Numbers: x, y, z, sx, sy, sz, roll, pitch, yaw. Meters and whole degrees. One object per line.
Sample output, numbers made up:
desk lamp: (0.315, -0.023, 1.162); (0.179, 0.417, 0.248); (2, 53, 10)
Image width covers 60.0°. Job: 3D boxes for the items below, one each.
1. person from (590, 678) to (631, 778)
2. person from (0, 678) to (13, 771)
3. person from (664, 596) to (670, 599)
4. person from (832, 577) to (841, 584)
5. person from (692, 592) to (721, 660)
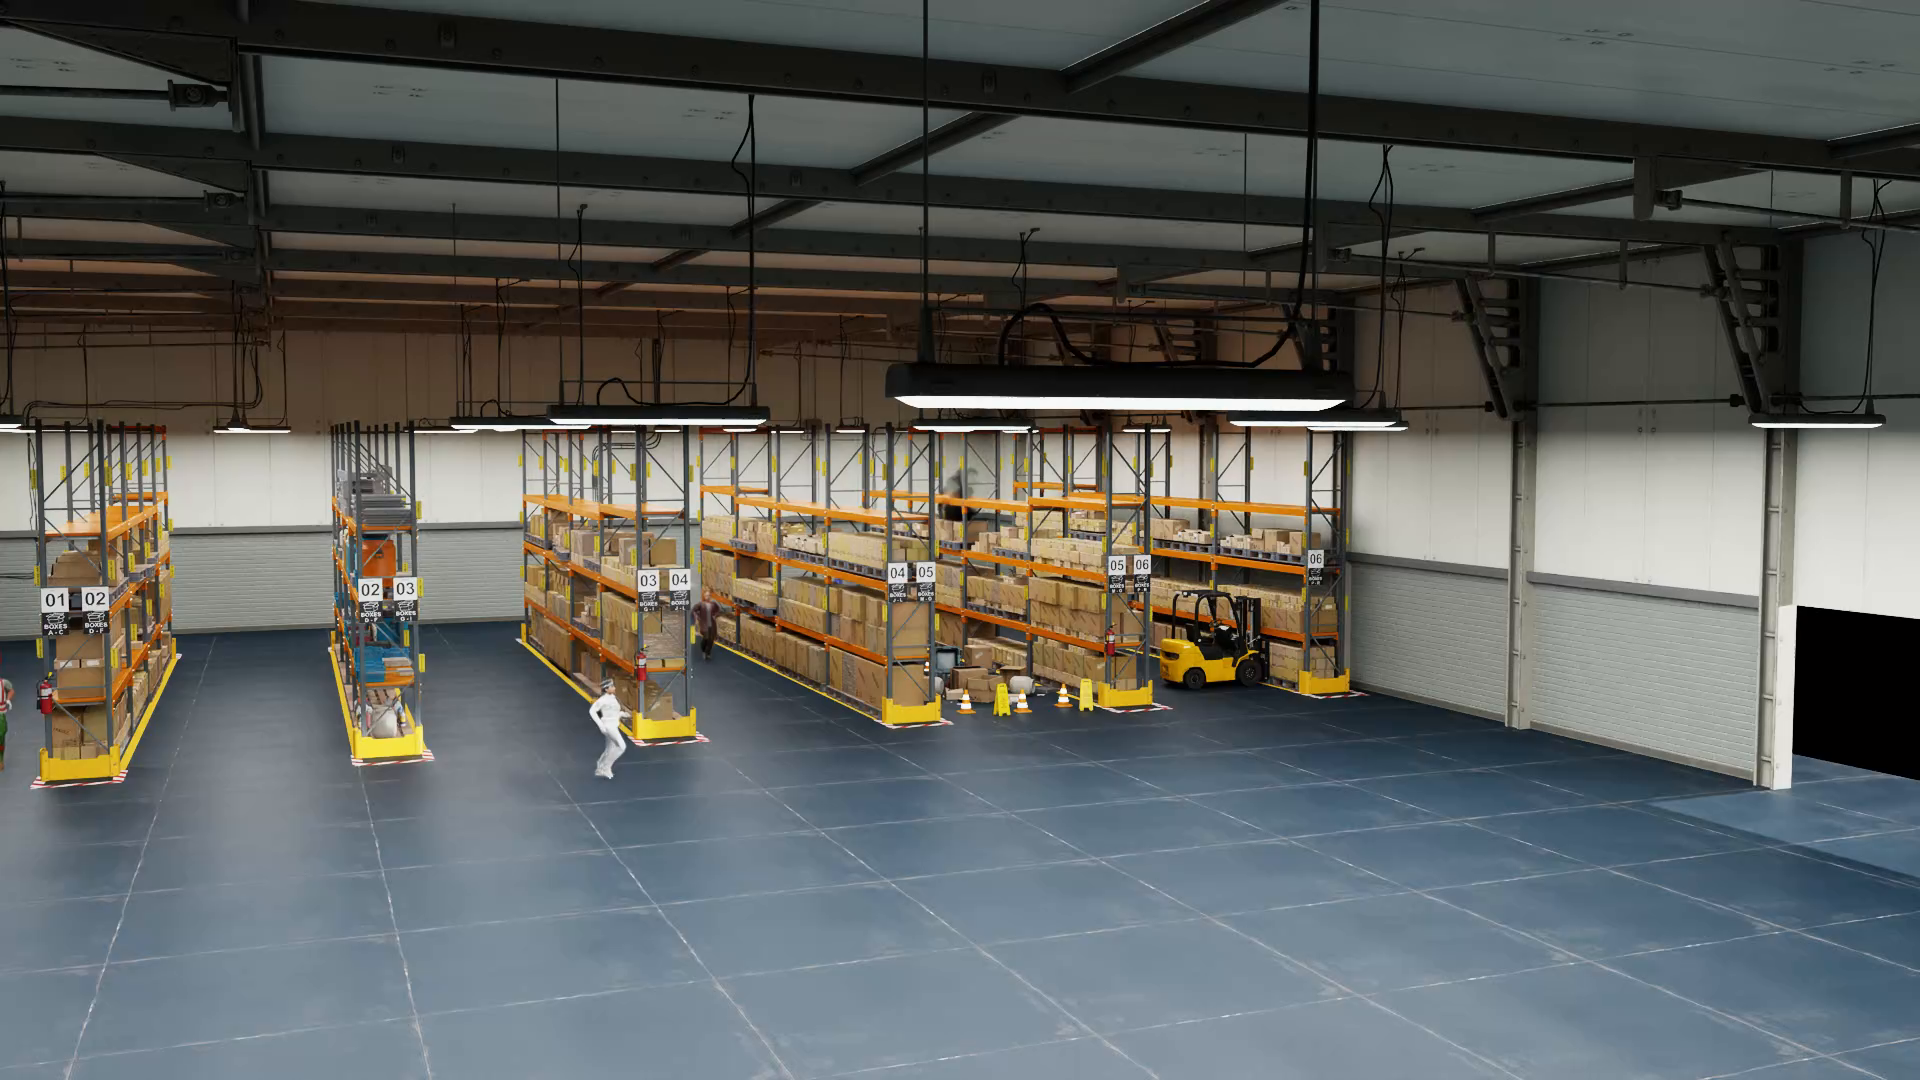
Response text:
person: (-5.805, 3.139, 27.768); (0.626, 1.670, 0.591); (0, 4, 6)
person: (-16.605, 3.009, 28.557); (0.652, 1.793, 0.914); (-2, 4, -32)
person: (-8.597, 1.902, 47.564); (0.705, 1.705, 0.550); (0, 4, 5)
person: (-3.805, 1.739, 50.932); (0.623, 1.675, 0.592); (-2, 4, -27)
person: (-6.425, 2.191, 42.393); (0.695, 1.746, 0.705); (-2, 4, -25)
